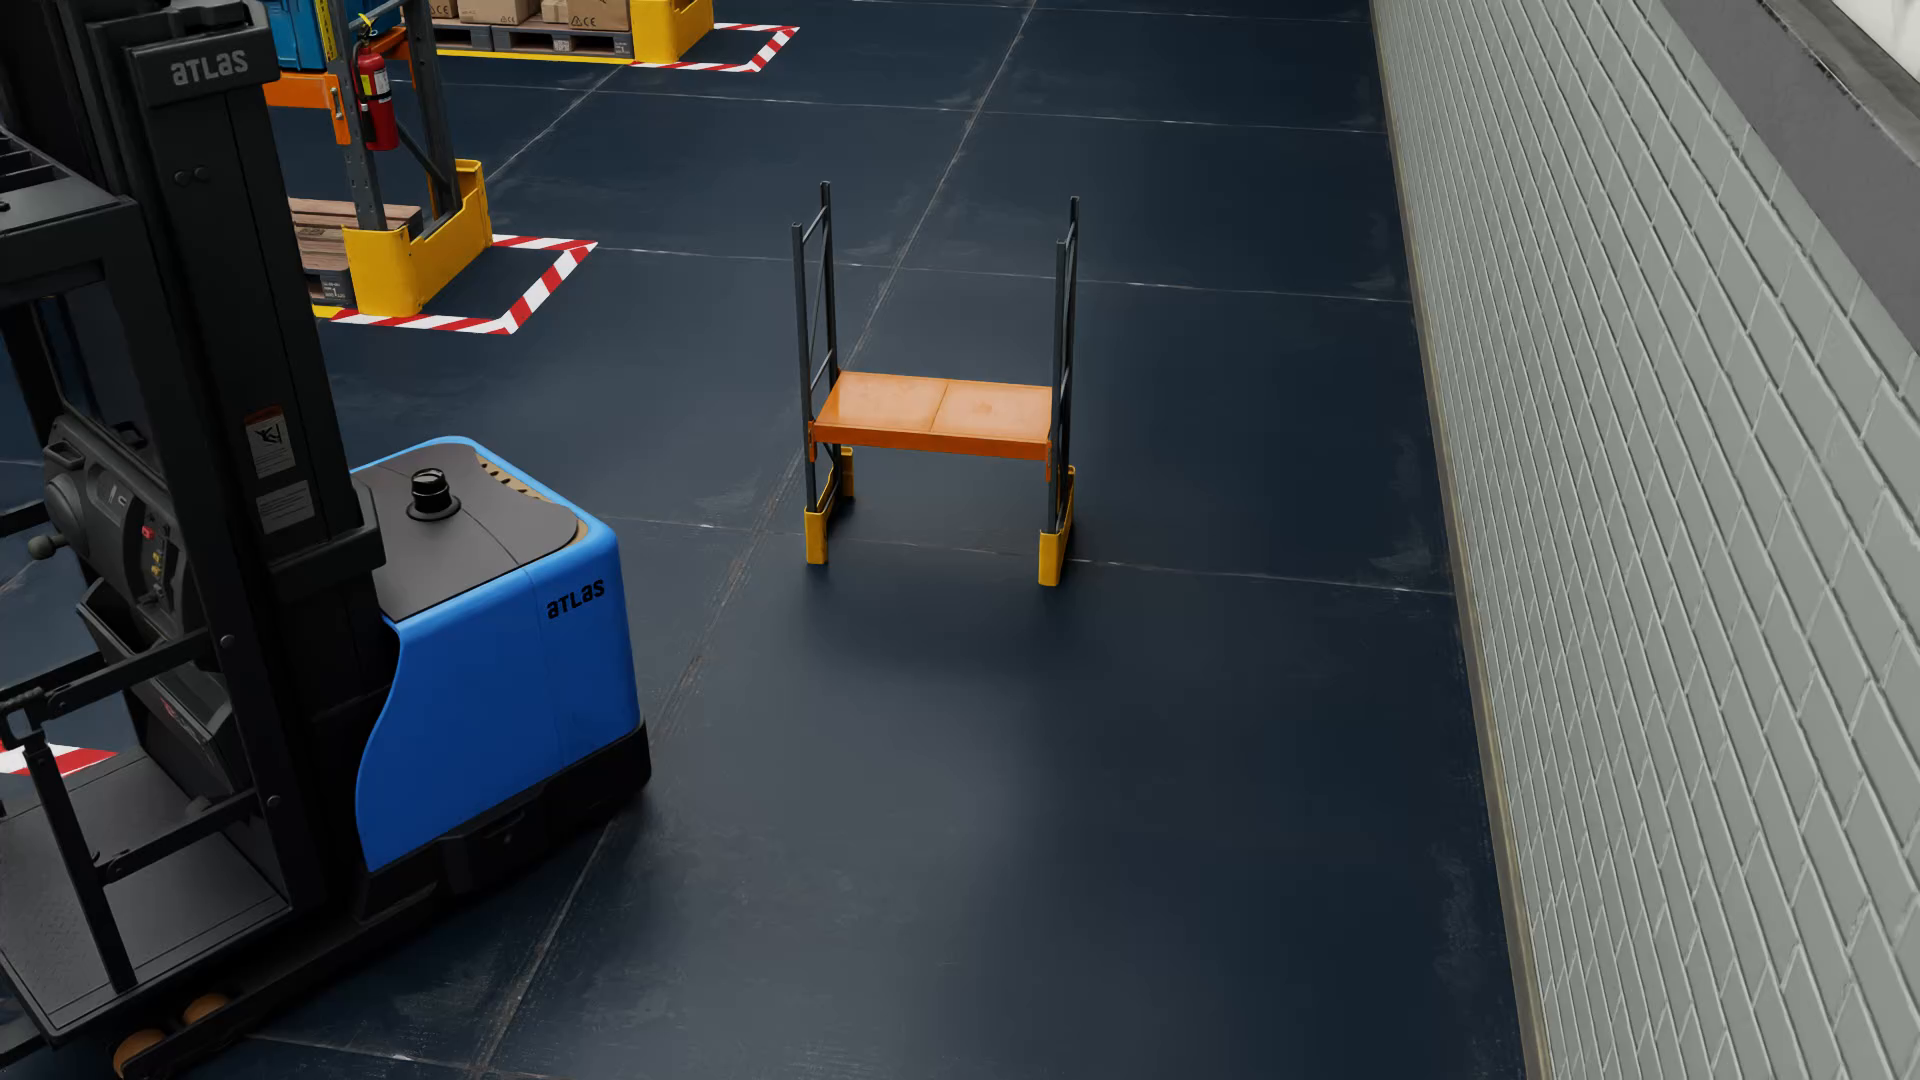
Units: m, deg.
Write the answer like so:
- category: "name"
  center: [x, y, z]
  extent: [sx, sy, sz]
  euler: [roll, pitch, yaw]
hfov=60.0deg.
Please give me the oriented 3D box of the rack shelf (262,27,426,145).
- category: "rack shelf"
  center: [-5.101, -2.688, 9.395]
  extent: [4.000, 0.370, 1.077]
  euler: [5, 32, 8]

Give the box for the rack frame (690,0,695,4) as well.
- category: "rack frame"
  center: [-2.292, -5.404, 13.057]
  extent: [0.127, 3.000, 1.000]
  euler: [5, 32, 8]

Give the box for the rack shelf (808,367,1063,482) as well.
- category: "rack shelf"
  center: [-0.084, -0.491, 6.960]
  extent: [1.000, 0.185, 0.538]
  euler: [5, 32, 8]

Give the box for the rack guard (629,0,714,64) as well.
- category: "rack guard"
  center: [-2.367, -4.352, 13.731]
  extent: [0.348, 0.500, 1.175]
  euler: [5, 32, 8]

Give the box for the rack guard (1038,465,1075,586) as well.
- category: "rack guard"
  center: [0.416, -0.068, 7.124]
  extent: [0.087, 0.250, 0.587]
  euler: [5, 32, 8]

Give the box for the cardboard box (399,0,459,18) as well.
- category: "cardboard box"
  center: [-4.383, -4.725, 13.909]
  extent: [0.637, 0.503, 0.797]
  euler: [5, 32, 8]

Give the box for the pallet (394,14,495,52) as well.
- category: "pallet"
  center: [-4.352, -4.410, 14.097]
  extent: [1.213, 0.211, 1.003]
  euler: [5, 32, 8]

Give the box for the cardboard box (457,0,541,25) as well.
- category: "cardboard box"
  center: [-3.801, -4.446, 13.702]
  extent: [0.500, 0.250, 0.500]
  euler: [5, 32, 8]

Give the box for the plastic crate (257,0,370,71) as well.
- category: "plastic crate"
  center: [-3.491, -2.787, 8.785]
  extent: [0.499, 0.435, 0.616]
  euler: [5, 32, 8]

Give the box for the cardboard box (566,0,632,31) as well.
- category: "cardboard box"
  center: [-2.870, -4.451, 13.475]
  extent: [0.500, 0.500, 0.500]
  euler: [5, 32, 8]

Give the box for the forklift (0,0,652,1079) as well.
- category: "forklift"
  center: [-2.473, 0.013, 4.467]
  extent: [1.130, 2.935, 3.031]
  euler: [28, 41, 37]

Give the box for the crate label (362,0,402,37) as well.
- category: "crate label"
  center: [-3.317, -2.963, 9.257]
  extent: [0.303, 0.233, 0.416]
  euler: [5, 32, 8]

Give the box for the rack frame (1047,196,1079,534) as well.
- category: "rack frame"
  center: [0.417, -0.598, 6.792]
  extent: [0.032, 1.500, 0.500]
  euler: [5, 32, 8]

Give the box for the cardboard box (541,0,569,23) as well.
- category: "cardboard box"
  center: [-3.254, -4.393, 13.697]
  extent: [0.250, 0.166, 0.380]
  euler: [5, 32, 8]

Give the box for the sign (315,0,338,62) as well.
- category: "sign"
  center: [-3.206, -2.594, 8.413]
  extent: [0.005, 0.325, 0.100]
  euler: [5, 32, 8]

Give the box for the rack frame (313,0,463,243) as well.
- category: "rack frame"
  center: [-3.129, -2.814, 8.919]
  extent: [0.127, 3.000, 1.000]
  euler: [5, 32, 8]

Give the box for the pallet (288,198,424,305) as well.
- category: "pallet"
  center: [-3.936, -1.726, 9.809]
  extent: [1.213, 0.211, 1.003]
  euler: [5, 32, 8]

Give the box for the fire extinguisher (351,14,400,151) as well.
- category: "fire extinguisher"
  center: [-3.057, -2.372, 8.637]
  extent: [0.183, 0.674, 0.296]
  euler: [5, 32, 8]

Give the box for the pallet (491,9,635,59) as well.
- category: "pallet"
  center: [-3.153, -4.300, 13.921]
  extent: [1.213, 0.211, 1.003]
  euler: [5, 32, 8]

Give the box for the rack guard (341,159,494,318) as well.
- category: "rack guard"
  center: [-3.104, -1.759, 9.589]
  extent: [0.348, 0.500, 1.175]
  euler: [5, 32, 8]

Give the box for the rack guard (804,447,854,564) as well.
- category: "rack guard"
  center: [-0.566, -0.157, 7.266]
  extent: [0.087, 0.250, 0.587]
  euler: [5, 32, 8]

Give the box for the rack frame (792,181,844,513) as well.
- category: "rack frame"
  center: [-0.585, -0.689, 6.937]
  extent: [0.032, 1.500, 0.500]
  euler: [5, 32, 8]

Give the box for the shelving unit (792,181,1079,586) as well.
- category: "shelving unit"
  center: [-0.075, -0.643, 6.863]
  extent: [1.083, 1.500, 0.587]
  euler: [5, 32, 8]

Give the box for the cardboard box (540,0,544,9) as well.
- category: "cardboard box"
  center: [-3.274, -4.667, 14.056]
  extent: [0.500, 0.250, 0.500]
  euler: [5, 32, 8]
